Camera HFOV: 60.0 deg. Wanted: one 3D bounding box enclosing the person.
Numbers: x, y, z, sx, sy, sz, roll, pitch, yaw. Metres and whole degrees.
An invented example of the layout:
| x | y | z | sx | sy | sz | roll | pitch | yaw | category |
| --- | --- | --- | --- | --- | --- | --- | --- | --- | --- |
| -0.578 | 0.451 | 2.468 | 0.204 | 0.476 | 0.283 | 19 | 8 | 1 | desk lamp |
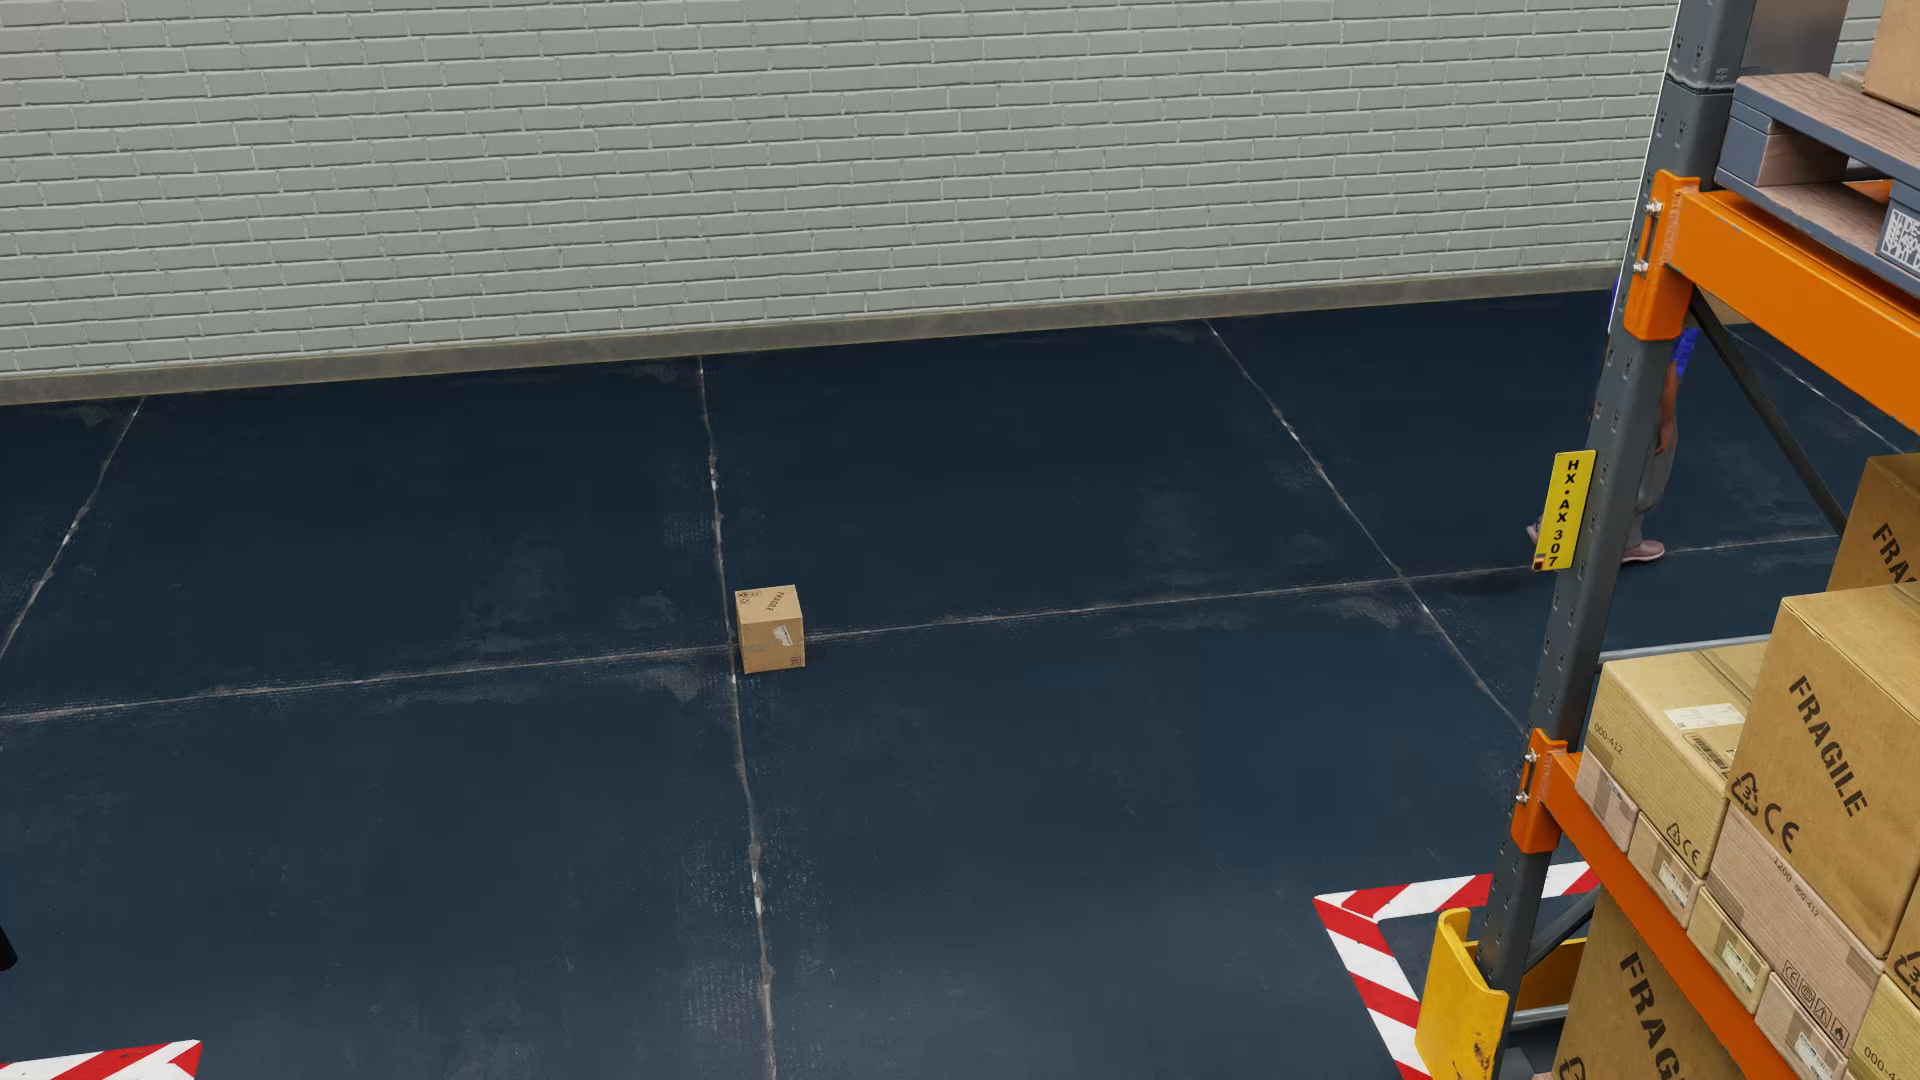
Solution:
| x | y | z | sx | sy | sz | roll | pitch | yaw | category |
| --- | --- | --- | --- | --- | --- | --- | --- | --- | --- |
| 2.861 | -0.582 | 7.093 | 0.723 | 1.628 | 0.448 | -4 | 31 | -6 | person |
